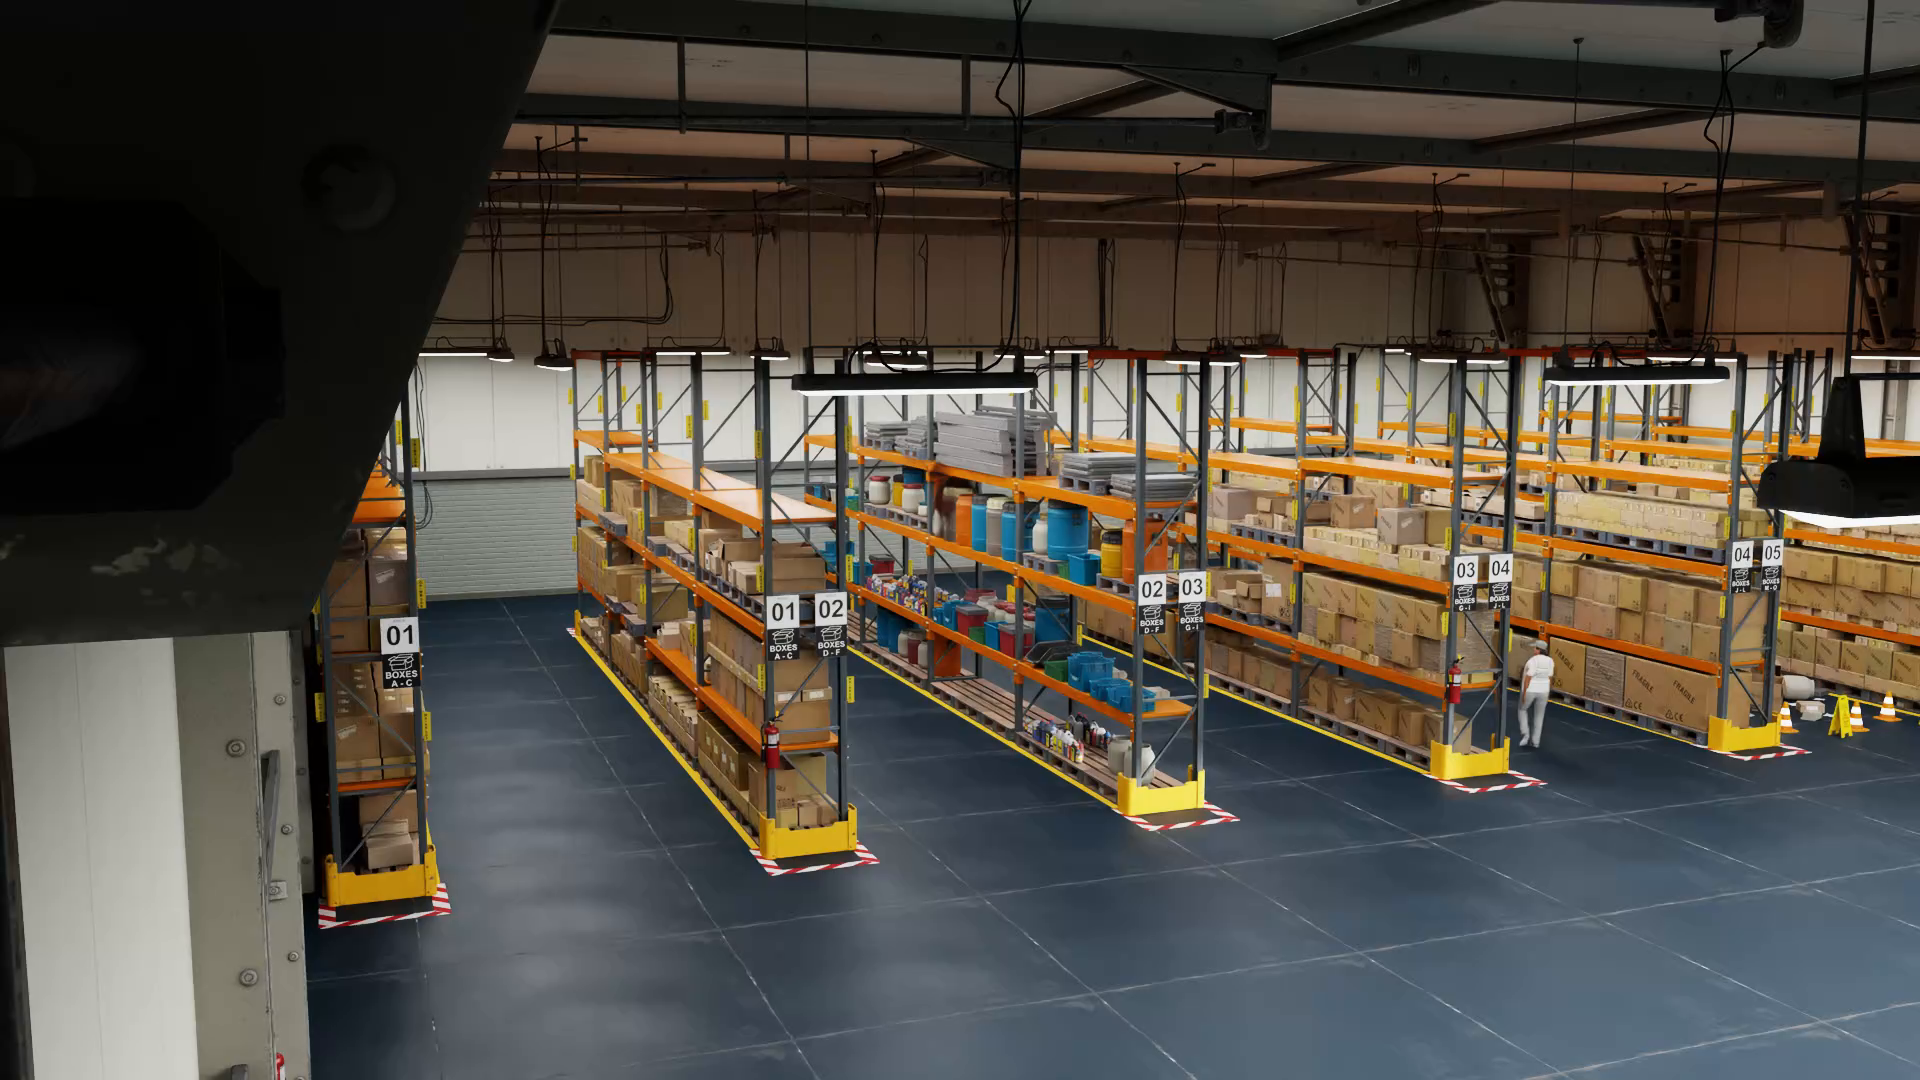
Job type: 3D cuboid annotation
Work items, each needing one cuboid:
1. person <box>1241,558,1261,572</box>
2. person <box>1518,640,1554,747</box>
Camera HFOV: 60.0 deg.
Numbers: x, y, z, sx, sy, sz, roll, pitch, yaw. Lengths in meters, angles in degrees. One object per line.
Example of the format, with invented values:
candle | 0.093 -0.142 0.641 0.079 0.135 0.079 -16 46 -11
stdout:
person | 7.402 0.158 42.493 0.579 1.768 0.560 -5 9 -37
person | 8.806 2.343 25.426 0.495 1.665 0.457 2 7 17
